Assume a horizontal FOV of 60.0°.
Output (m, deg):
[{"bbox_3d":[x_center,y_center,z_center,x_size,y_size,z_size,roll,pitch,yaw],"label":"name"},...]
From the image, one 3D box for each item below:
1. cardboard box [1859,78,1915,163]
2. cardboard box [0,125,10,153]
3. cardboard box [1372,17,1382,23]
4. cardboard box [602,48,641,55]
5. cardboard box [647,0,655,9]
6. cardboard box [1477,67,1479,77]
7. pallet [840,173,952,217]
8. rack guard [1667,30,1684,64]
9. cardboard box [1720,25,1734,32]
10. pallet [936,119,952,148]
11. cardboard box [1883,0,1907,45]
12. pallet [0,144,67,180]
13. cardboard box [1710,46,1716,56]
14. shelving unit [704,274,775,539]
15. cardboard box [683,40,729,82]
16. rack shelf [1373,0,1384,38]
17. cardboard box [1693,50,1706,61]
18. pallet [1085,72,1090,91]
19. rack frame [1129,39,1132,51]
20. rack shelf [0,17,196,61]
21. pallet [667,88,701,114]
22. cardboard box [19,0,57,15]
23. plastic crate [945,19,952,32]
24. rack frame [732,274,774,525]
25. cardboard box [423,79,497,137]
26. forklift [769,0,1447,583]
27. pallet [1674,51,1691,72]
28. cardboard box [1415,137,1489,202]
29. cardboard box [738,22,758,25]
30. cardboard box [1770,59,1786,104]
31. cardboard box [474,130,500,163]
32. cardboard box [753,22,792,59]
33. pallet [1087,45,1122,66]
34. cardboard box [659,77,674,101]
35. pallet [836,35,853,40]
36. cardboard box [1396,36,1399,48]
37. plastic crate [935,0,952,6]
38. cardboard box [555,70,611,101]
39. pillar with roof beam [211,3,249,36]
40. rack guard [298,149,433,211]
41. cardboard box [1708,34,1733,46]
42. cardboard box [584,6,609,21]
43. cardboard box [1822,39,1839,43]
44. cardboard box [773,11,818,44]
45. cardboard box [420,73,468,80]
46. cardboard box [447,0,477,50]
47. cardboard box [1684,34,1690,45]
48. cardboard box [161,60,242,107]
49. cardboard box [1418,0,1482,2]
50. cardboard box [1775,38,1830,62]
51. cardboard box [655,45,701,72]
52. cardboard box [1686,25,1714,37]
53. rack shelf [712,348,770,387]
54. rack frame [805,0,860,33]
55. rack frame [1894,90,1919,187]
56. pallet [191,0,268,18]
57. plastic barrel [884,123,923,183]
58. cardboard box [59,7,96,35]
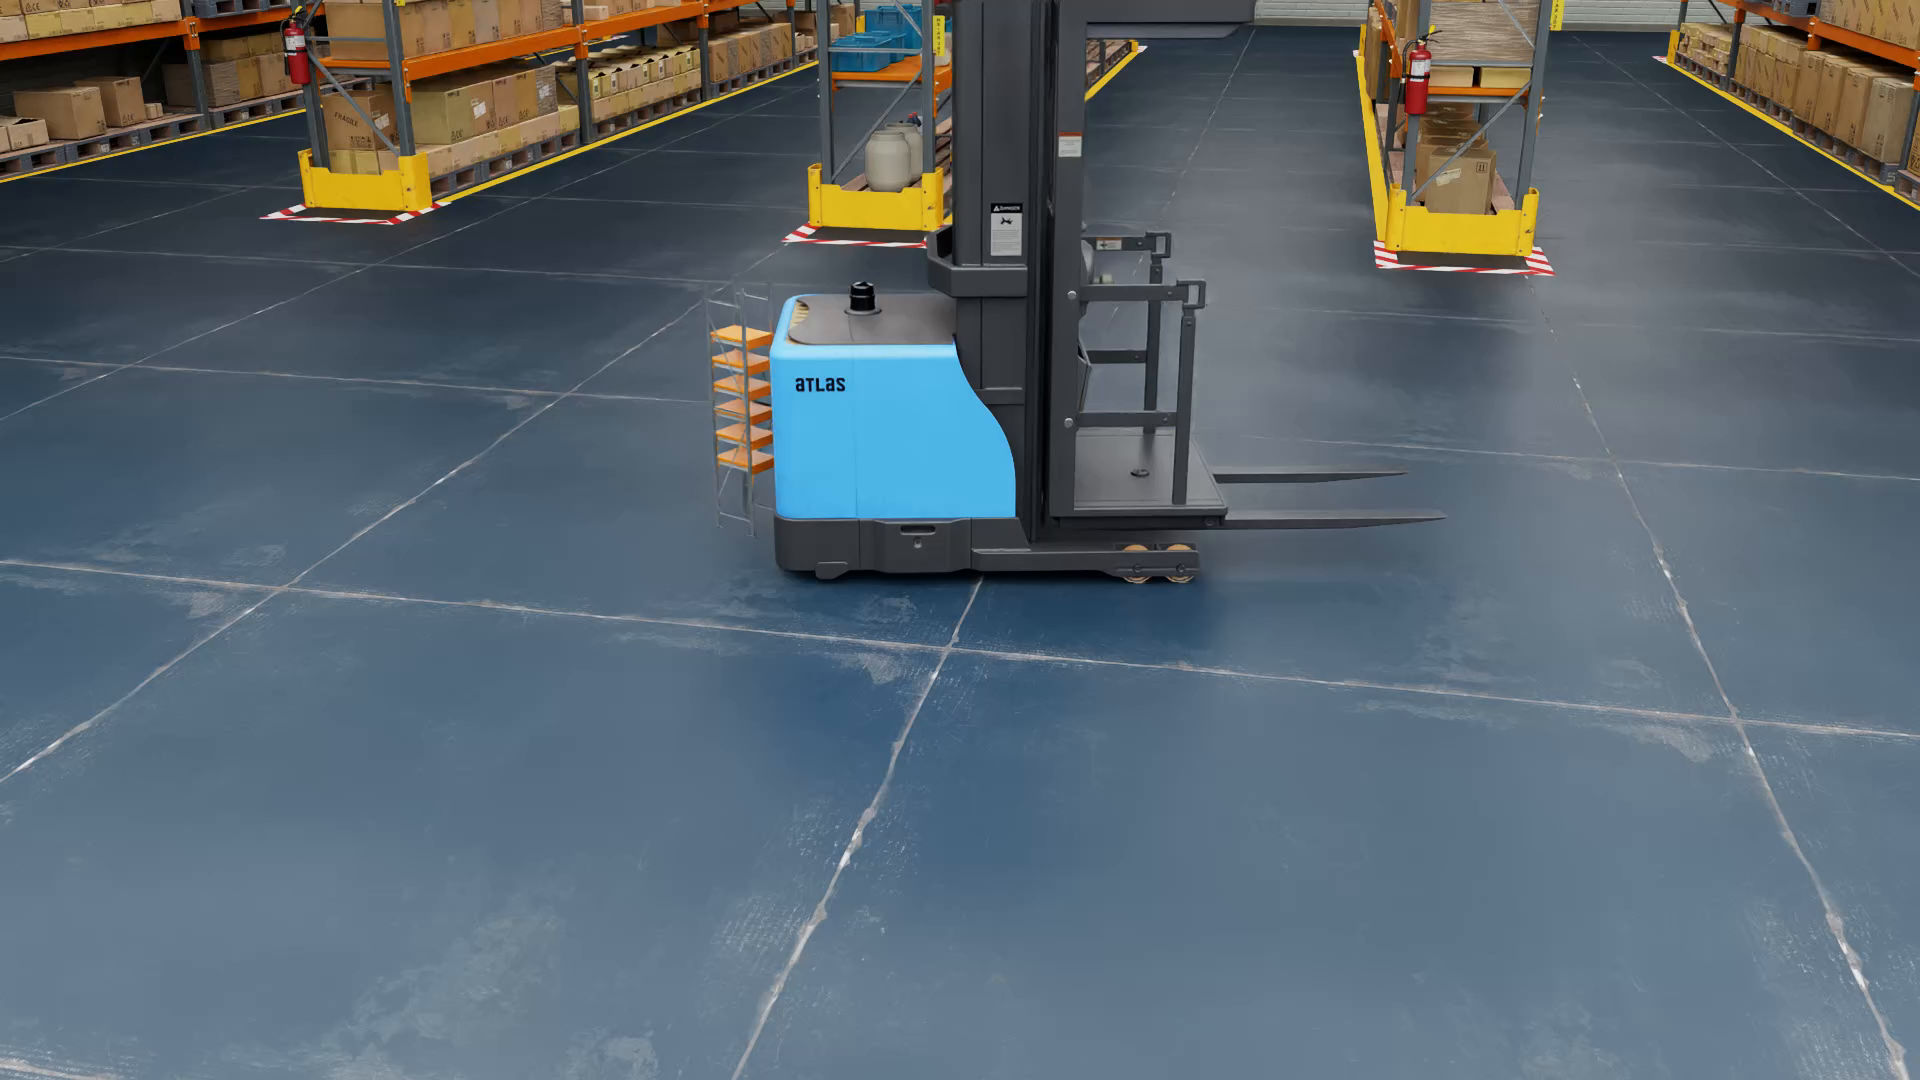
[{"bbox_3d":[9.823,-4.226,16.782,1.050,0.750,0.750,4,22,11],"label":"cardboard box"},{"bbox_3d":[-10.185,-4.129,17.102,0.500,0.311,0.500,2,22,5],"label":"cardboard box"},{"bbox_3d":[6.116,-6.505,22.271,1.225,0.875,0.875,5,22,11],"label":"cardboard box"},{"bbox_3d":[-4.425,-6.293,21.832,0.500,0.311,0.500,4,22,10],"label":"cardboard box"},{"bbox_3d":[-4.137,-6.889,21.279,0.380,0.149,0.250,6,23,15],"label":"cardboard box"},{"bbox_3d":[4.560,-3.943,13.966,0.380,0.149,0.250,4,22,11],"label":"cardboard box"},{"bbox_3d":[-0.575,-3.206,15.531,1.003,0.211,1.213,4,22,11],"label":"pallet"},{"bbox_3d":[12.218,-8.043,27.154,1.175,0.500,0.348,4,22,11],"label":"rack guard"},{"bbox_3d":[12.266,-8.078,26.353,0.380,0.149,0.250,5,22,12],"label":"cardboard box"},{"bbox_3d":[0.223,-4.631,19.069,1.003,0.211,1.213,4,22,11],"label":"pallet"},{"bbox_3d":[9.732,-5.284,16.824,0.500,0.500,0.500,4,22,10],"label":"cardboard box"},{"bbox_3d":[-10.198,-3.955,17.391,1.003,0.211,1.213,4,22,11],"label":"pallet"},{"bbox_3d":[11.430,-7.295,24.808,0.380,0.149,0.250,5,22,12],"label":"cardboard box"},{"bbox_3d":[-1.012,-0.618,7.779,0.258,1.200,0.189,16,27,33],"label":"shelving unit"},{"bbox_3d":[-3.559,-6.665,23.145,0.500,0.500,0.500,5,23,13],"label":"cardboard box"},{"bbox_3d":[6.174,-7.117,22.473,1.077,0.370,4.000,4,22,11],"label":"rack shelf"},{"bbox_3d":[11.541,-7.472,25.644,0.380,0.149,0.250,3,22,8],"label":"cardboard box"},{"bbox_3d":[1.288,-6.540,23.809,1.003,0.211,1.213,4,22,11],"label":"pallet"},{"bbox_3d":[2.549,-10.023,28.724,1.000,3.000,0.127,4,22,11],"label":"rack frame"},{"bbox_3d":[-10.006,-5.324,18.021,1.077,0.370,4.000,4,22,11],"label":"rack shelf"},{"bbox_3d":[-4.138,-5.884,22.181,1.003,0.211,1.213,4,22,11],"label":"pallet"},{"bbox_3d":[-9.800,-5.734,17.246,0.500,0.500,0.500,4,22,9],"label":"cardboard box"},{"bbox_3d":[0.141,-5.139,16.799,0.499,0.251,0.616,4,22,11],"label":"plastic crate"},{"bbox_3d":[-0.958,-0.645,7.847,0.240,1.200,0.006,16,27,33],"label":"rack frame"},{"bbox_3d":[-5.047,-4.363,16.787,0.500,0.500,0.500,4,22,11],"label":"cardboard box"},{"bbox_3d":[0.682,-1.366,7.322,3.031,2.935,1.130,-1,22,-1],"label":"forklift"},{"bbox_3d":[12.017,-7.614,26.477,1.003,0.211,1.213,4,22,11],"label":"pallet"},{"bbox_3d":[4.365,-3.277,14.759,0.500,0.500,0.500,11,24,25],"label":"cardboard box"},{"bbox_3d":[-3.453,-7.825,26.025,0.500,0.500,0.500,3,22,8],"label":"cardboard box"},{"bbox_3d":[10.589,-5.790,20.998,0.500,0.500,0.500,5,23,13],"label":"cardboard box"},{"bbox_3d":[-5.036,-4.014,16.925,0.500,0.250,0.500,4,22,11],"label":"cardboard box"},{"bbox_3d":[-2.935,-7.781,25.915,0.500,0.500,0.500,4,22,11],"label":"cardboard box"},{"bbox_3d":[2.092,-7.986,27.399,1.003,0.211,1.213,4,22,11],"label":"pallet"},{"bbox_3d":[-4.007,-5.812,21.387,0.500,0.250,0.500,5,22,12],"label":"cardboard box"},{"bbox_3d":[-2.476,-8.788,29.393,1.003,0.211,1.213,4,22,11],"label":"pallet"},{"bbox_3d":[4.547,-4.994,16.574,0.380,0.149,0.250,4,22,11],"label":"cardboard box"},{"bbox_3d":[-0.100,-5.864,18.313,0.402,0.464,0.583,4,22,11],"label":"plastic crate"},{"bbox_3d":[-4.420,-5.325,19.427,0.500,0.311,0.500,5,22,11],"label":"cardboard box"},{"bbox_3d":[-5.679,-9.897,20.382,9.100,9.000,0.400,4,22,11],"label":"pillar with roof beam"},{"bbox_3d":[-5.569,-3.382,15.581,1.175,0.500,0.348,4,22,11],"label":"rack guard"},{"bbox_3d":[11.386,-7.448,24.790,0.380,0.149,0.250,3,22,8],"label":"cardboard box"},{"bbox_3d":[-4.367,-6.205,19.581,0.380,0.149,0.250,4,22,11],"label":"cardboard box"},{"bbox_3d":[11.082,-6.107,20.781,0.500,0.250,0.500,4,22,10],"label":"cardboard box"},{"bbox_3d":[-2.737,-8.672,28.124,0.797,0.503,0.637,4,22,11],"label":"cardboard box"},{"bbox_3d":[-5.453,-4.586,17.339,0.500,0.500,0.500,4,22,11],"label":"cardboard box"},{"bbox_3d":[-5.247,-5.140,16.466,0.700,0.500,0.500,5,22,11],"label":"cardboard box"},{"bbox_3d":[11.764,-7.972,26.490,0.380,0.149,0.250,4,22,11],"label":"cardboard box"},{"bbox_3d":[-9.464,-5.704,20.759,0.700,0.500,0.500,5,23,13],"label":"cardboard box"},{"bbox_3d":[4.004,-4.662,13.543,0.500,0.500,0.500,4,22,11],"label":"cardboard box"},{"bbox_3d":[10.576,-6.143,20.871,0.500,0.250,0.500,5,22,12],"label":"cardboard box"},{"bbox_3d":[-3.797,-6.445,22.209,0.500,0.311,0.500,5,22,12],"label":"cardboard box"},{"bbox_3d":[11.678,-8.020,26.210,0.380,0.149,0.250,4,22,11],"label":"cardboard box"},{"bbox_3d":[-1.011,-0.799,7.705,0.258,0.103,0.180,16,27,33],"label":"rack shelf"},{"bbox_3d":[-2.299,-10.402,29.665,1.000,3.000,0.127,4,22,11],"label":"rack frame"},{"bbox_3d":[9.784,-4.841,15.859,1.000,3.000,0.127,4,22,11],"label":"rack frame"},{"bbox_3d":[-9.300,-6.569,20.405,1.003,0.211,1.213,4,22,11],"label":"pallet"},{"bbox_3d":[-0.554,-3.642,15.649,0.421,0.512,0.421,0,22,0],"label":"plastic barrel"},{"bbox_3d":[-9.697,-5.582,17.872,0.500,0.250,0.500,5,22,11],"label":"cardboard box"}]
